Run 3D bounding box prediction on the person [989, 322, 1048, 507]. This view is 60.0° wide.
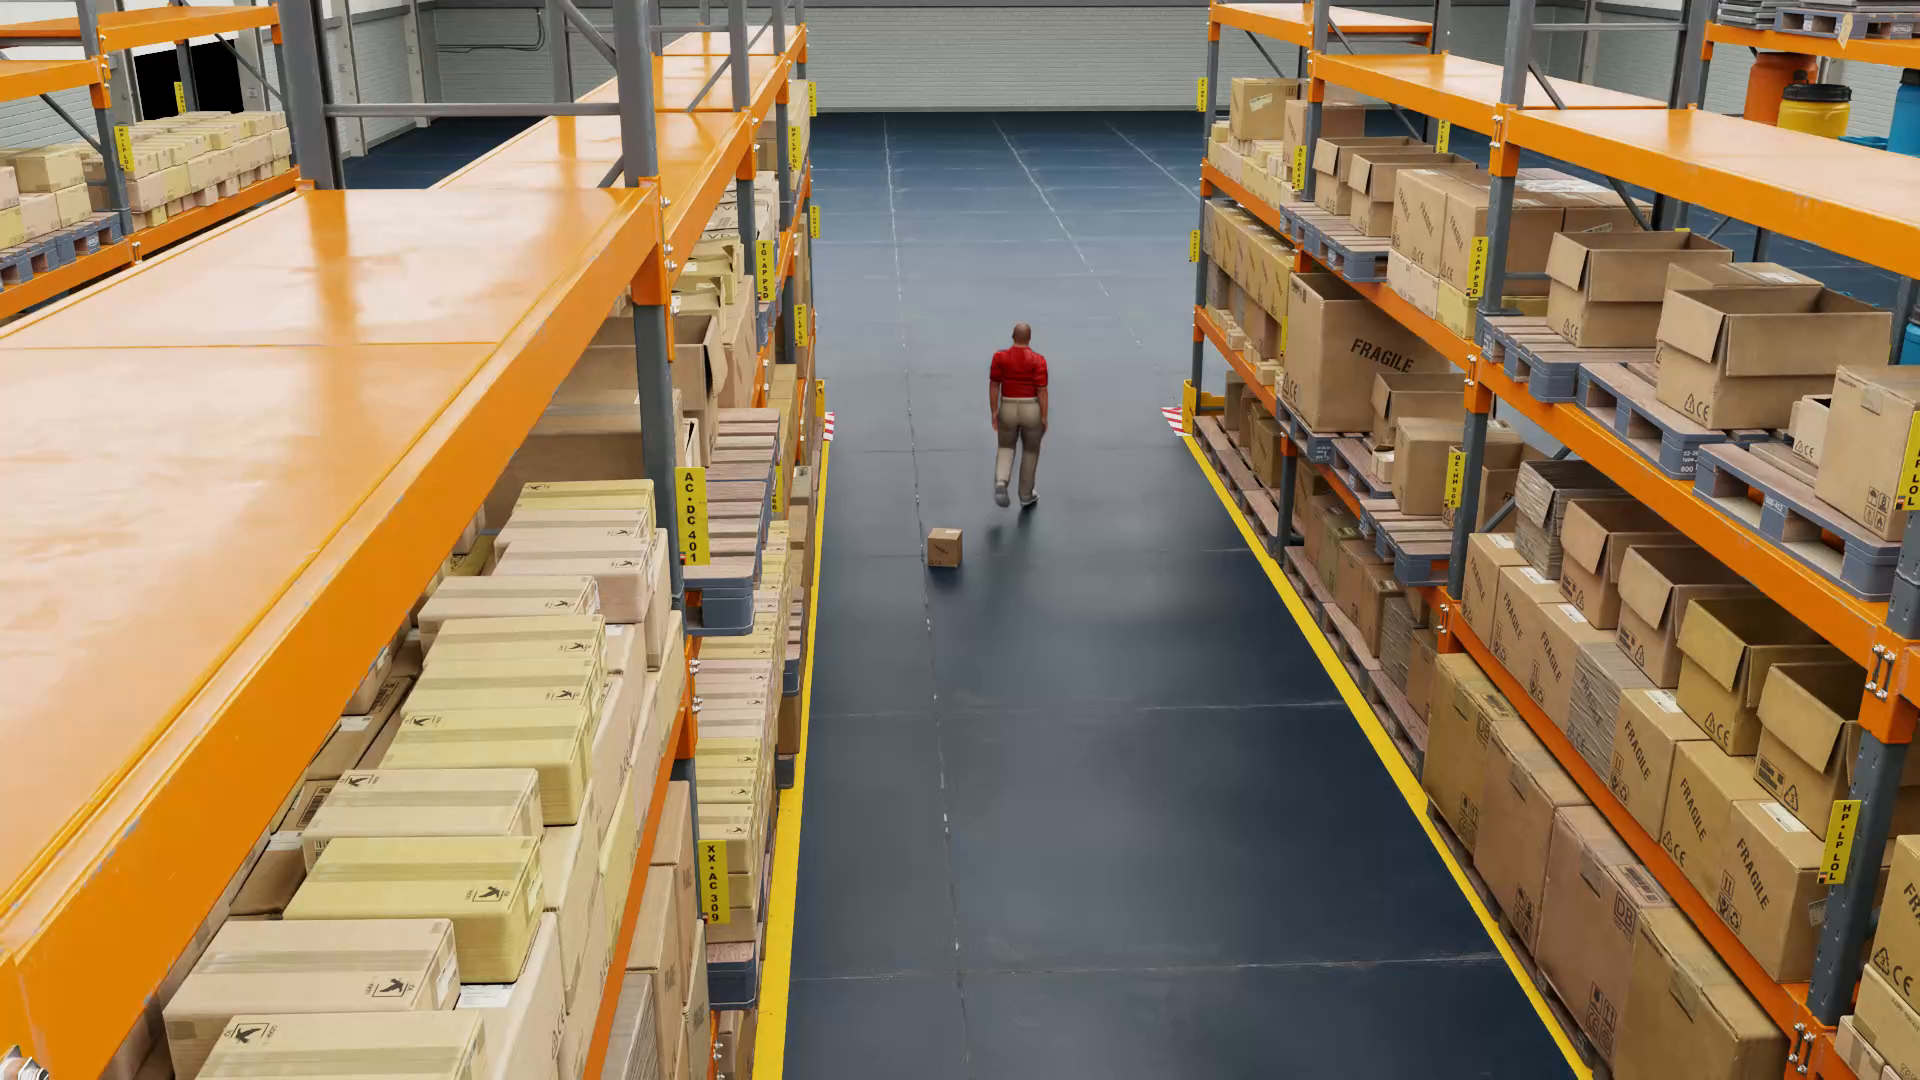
[{"bbox_3d":[0.525,-1.119,14.933,0.539,1.709,0.626,6,21,15],"label":"person"}]
